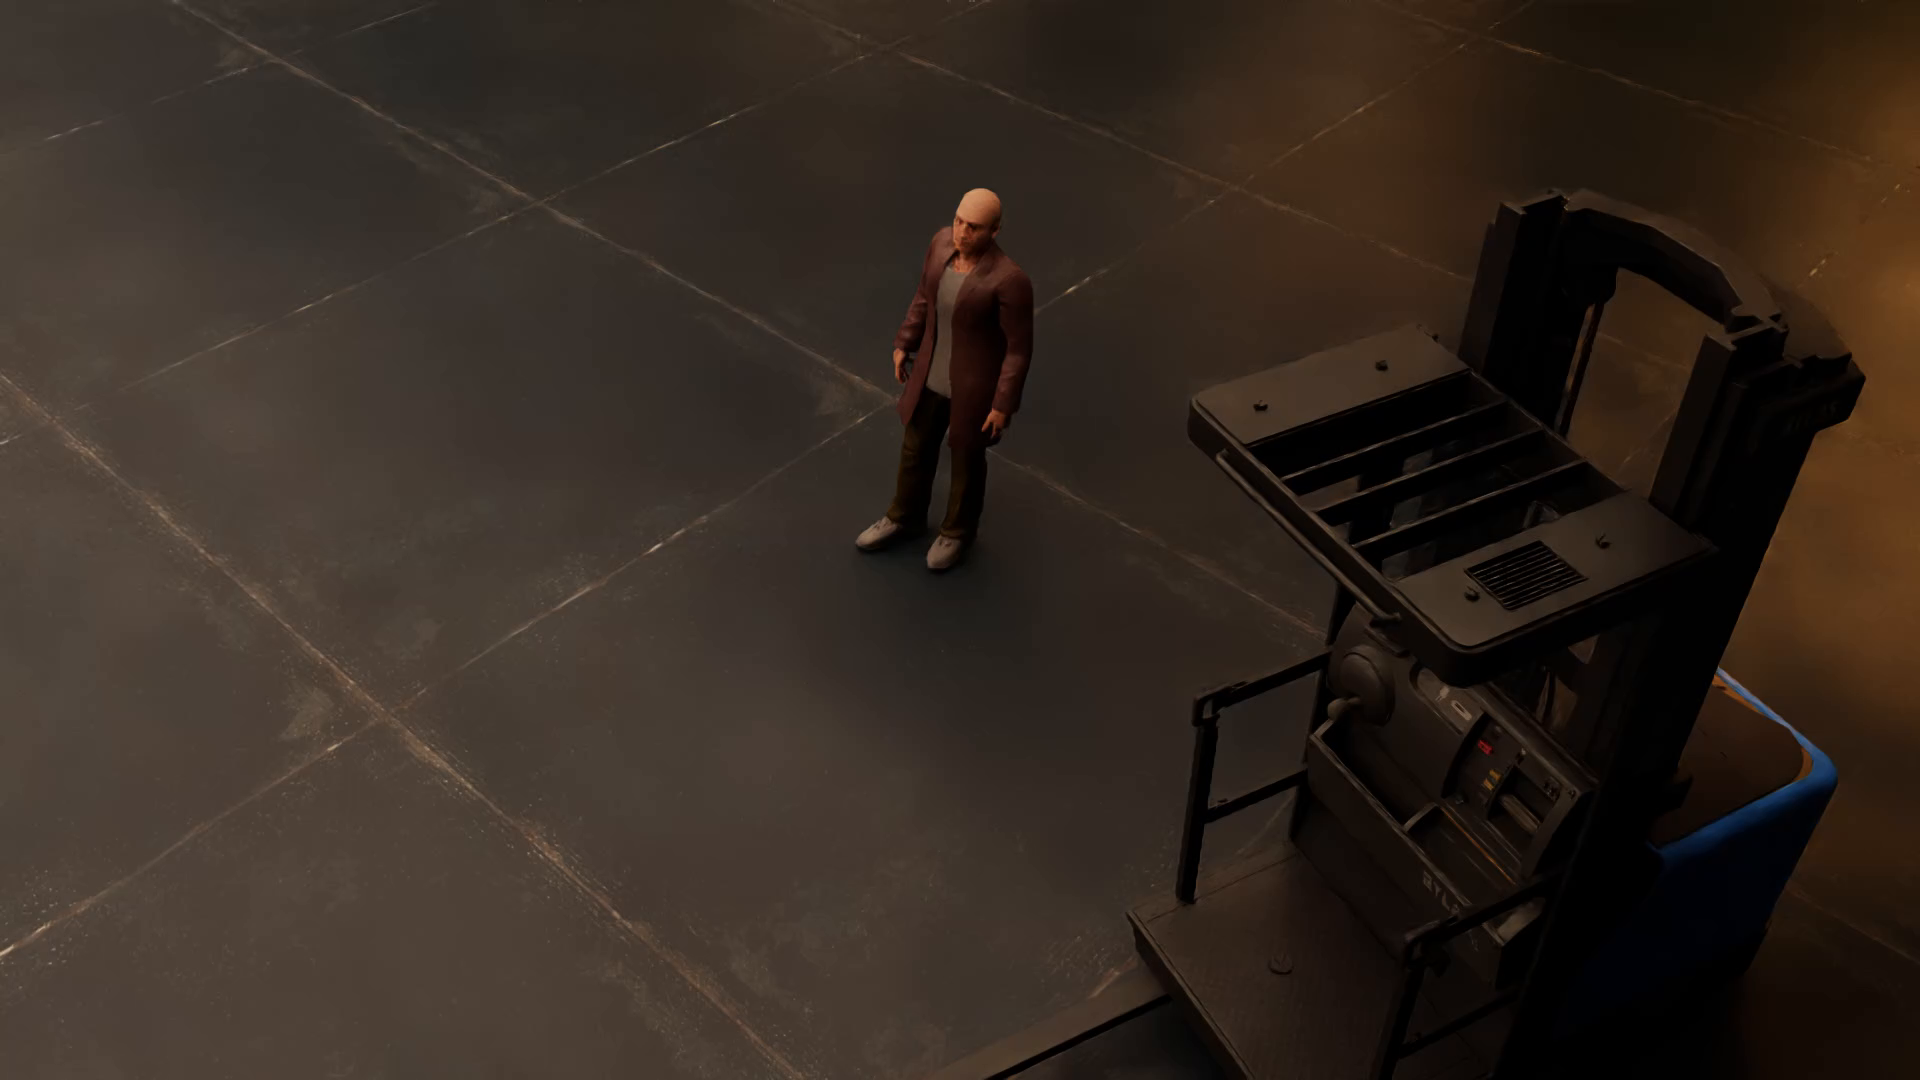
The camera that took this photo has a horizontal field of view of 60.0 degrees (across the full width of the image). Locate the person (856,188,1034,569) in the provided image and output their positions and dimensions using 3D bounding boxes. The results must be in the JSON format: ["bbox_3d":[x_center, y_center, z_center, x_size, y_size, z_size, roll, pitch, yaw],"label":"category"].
[{"bbox_3d":[-0.065,-0.638,7.047,0.694,1.776,0.580,31,49,31],"label":"person"}]

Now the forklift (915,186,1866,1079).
[{"bbox_3d":[1.234,0.581,4.751,3.031,2.935,1.130,-19,44,-21],"label":"forklift"}]
